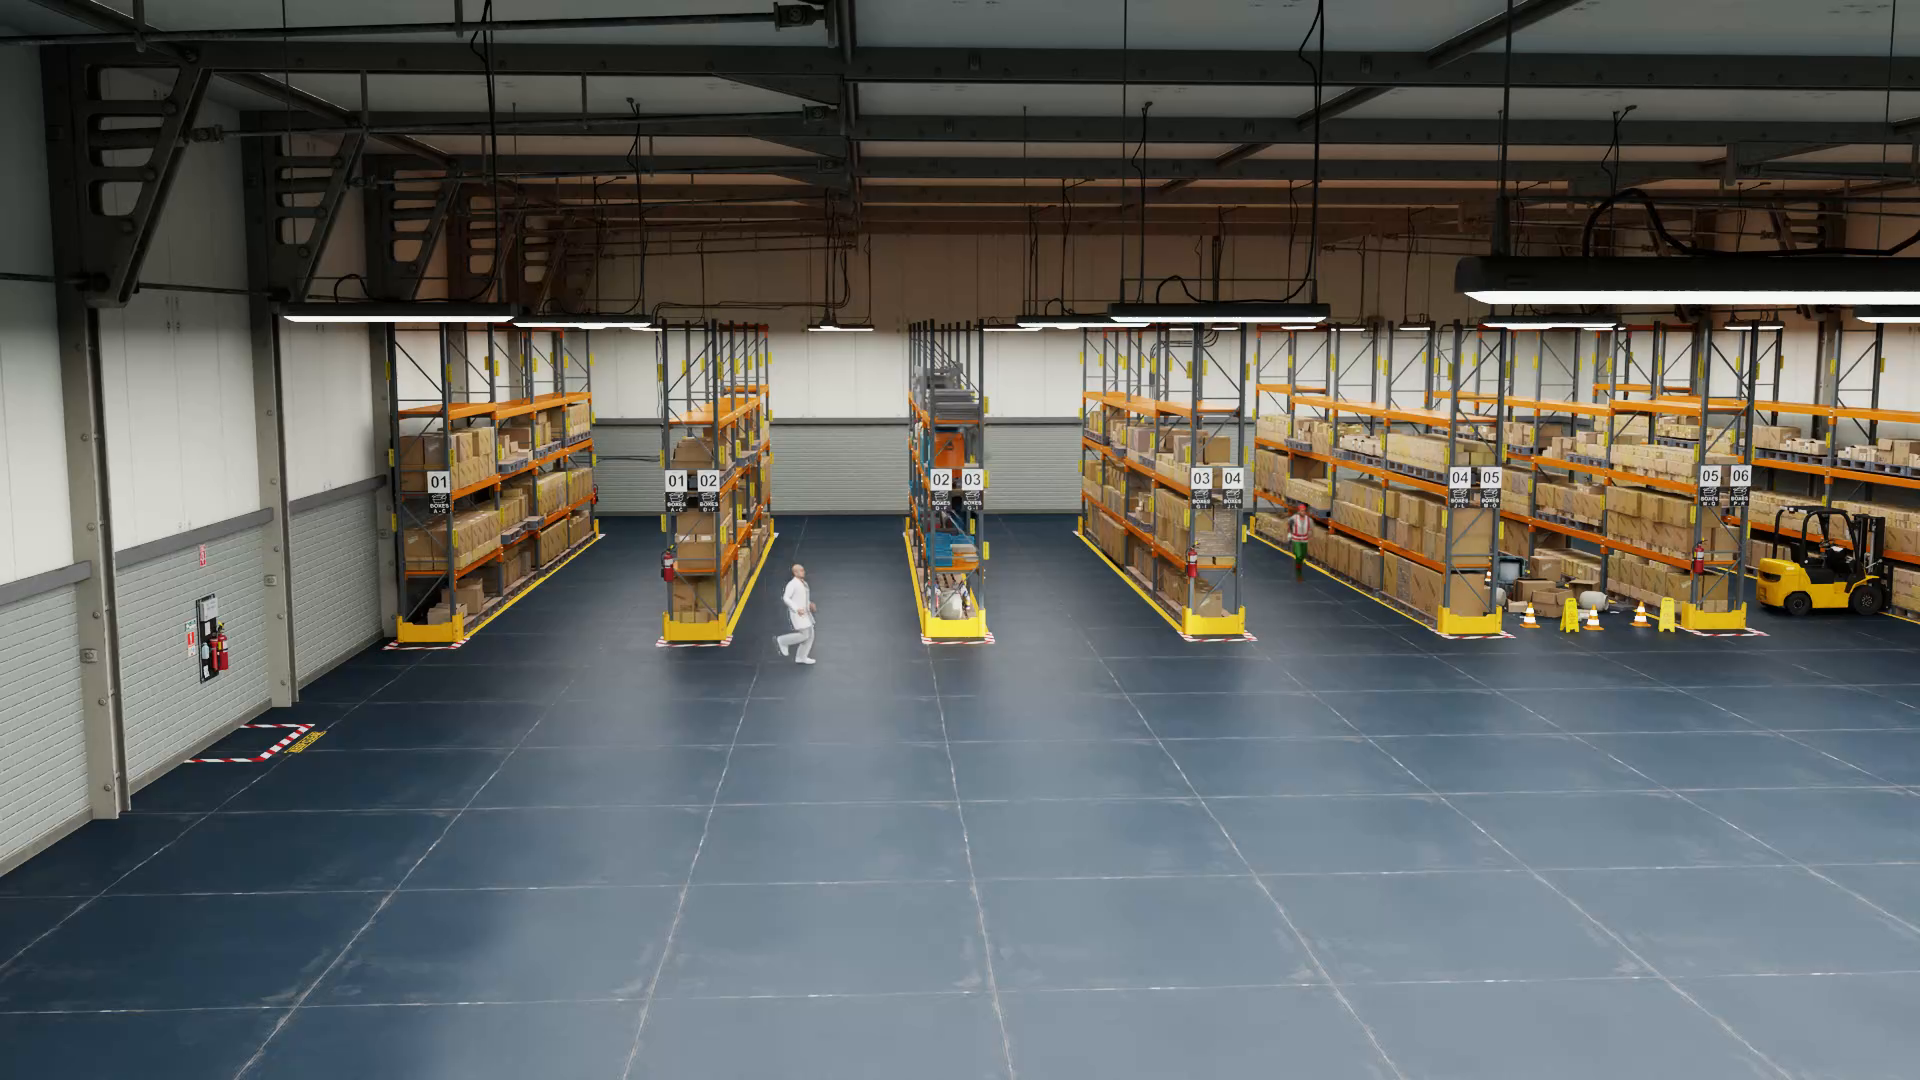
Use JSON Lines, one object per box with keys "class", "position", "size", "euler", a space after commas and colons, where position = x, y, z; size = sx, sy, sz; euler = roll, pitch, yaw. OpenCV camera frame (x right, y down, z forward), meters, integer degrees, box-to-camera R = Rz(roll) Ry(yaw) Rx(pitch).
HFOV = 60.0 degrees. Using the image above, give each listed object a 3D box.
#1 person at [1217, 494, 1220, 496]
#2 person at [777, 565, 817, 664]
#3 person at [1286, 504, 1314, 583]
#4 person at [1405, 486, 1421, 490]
{"class": "person", "position": [7.171, -0.962, 47.268], "size": [0.714, 1.767, 0.636], "euler": [3, 8, 21]}
{"class": "person", "position": [-2.845, 1.291, 29.033], "size": [0.673, 1.739, 0.718], "euler": [2, 7, 17]}
{"class": "person", "position": [7.935, 0.066, 38.742], "size": [0.574, 1.831, 0.912], "euler": [-1, 7, -8]}
{"class": "person", "position": [13.606, -1.211, 49.489], "size": [0.722, 1.725, 0.608], "euler": [0, 7, 3]}
